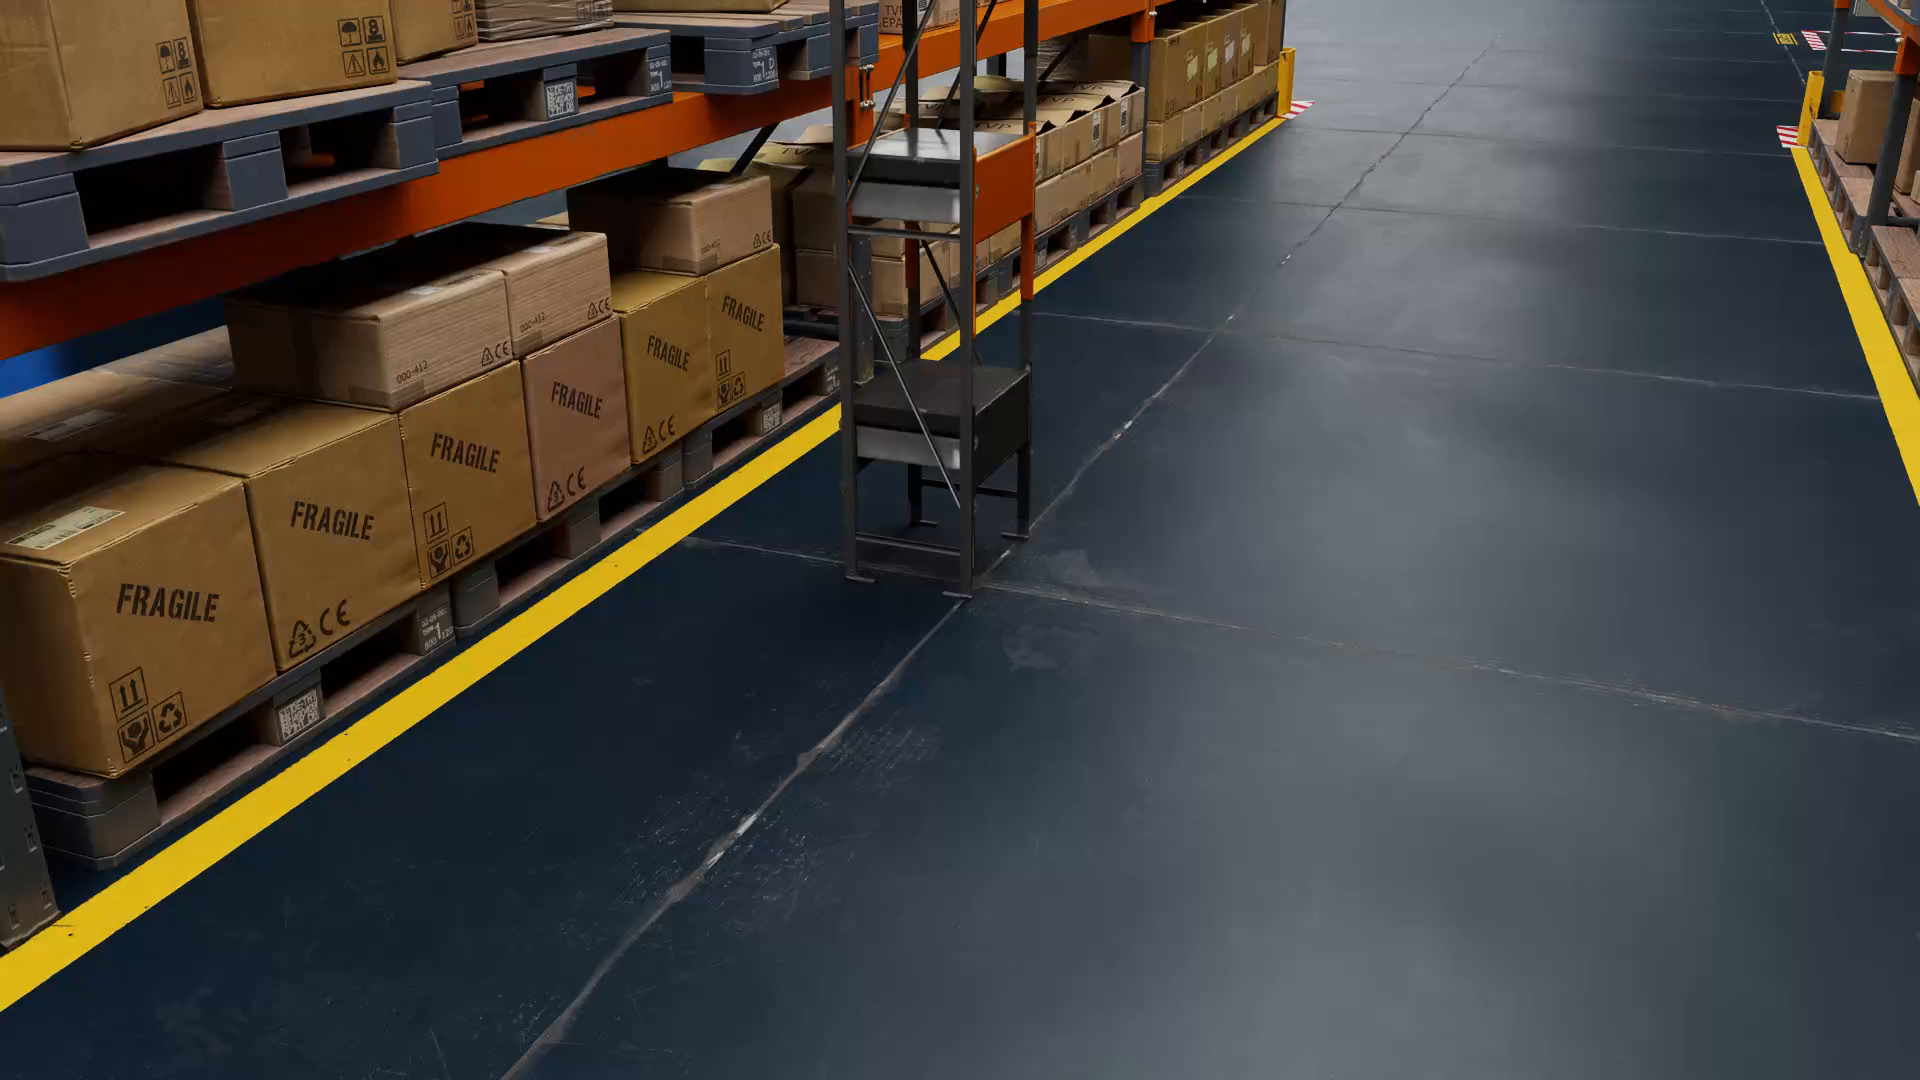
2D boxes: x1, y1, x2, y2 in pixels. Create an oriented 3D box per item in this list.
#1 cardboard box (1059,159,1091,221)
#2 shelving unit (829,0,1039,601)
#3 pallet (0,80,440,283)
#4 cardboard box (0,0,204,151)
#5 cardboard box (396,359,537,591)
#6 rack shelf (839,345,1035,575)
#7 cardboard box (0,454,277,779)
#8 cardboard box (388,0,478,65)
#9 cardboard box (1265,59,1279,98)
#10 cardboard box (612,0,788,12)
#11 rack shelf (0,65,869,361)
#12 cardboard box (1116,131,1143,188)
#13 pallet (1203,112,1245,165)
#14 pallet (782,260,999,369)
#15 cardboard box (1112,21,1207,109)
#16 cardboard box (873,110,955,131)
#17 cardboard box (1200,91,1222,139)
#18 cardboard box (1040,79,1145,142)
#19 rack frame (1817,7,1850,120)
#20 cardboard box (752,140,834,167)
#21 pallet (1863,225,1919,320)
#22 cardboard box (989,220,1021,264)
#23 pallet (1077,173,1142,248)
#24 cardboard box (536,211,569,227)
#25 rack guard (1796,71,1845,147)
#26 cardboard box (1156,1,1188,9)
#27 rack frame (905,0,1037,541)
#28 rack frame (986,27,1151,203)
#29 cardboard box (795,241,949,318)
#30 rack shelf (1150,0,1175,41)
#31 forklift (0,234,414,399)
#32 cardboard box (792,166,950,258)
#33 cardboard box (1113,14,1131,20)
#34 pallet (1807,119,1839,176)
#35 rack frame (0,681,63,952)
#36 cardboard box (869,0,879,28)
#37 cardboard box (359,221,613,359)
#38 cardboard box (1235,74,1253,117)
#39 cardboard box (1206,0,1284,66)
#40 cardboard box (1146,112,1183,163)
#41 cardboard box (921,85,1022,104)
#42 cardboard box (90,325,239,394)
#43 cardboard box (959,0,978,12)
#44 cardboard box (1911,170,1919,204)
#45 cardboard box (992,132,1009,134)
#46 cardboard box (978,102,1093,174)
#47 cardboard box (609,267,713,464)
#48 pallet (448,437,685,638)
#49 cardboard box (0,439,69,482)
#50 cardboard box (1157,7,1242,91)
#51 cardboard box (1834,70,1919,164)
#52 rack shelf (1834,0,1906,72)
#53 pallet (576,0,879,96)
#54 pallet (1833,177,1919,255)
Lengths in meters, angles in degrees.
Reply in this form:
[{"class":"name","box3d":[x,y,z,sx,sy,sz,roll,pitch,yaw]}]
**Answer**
[{"class":"cardboard box","box3d":[0.384,-1.895,8.918,0.500,0.250,0.500,9,24,21]},{"class":"shelving unit","box3d":[-0.061,-0.910,4.703,0.431,2.100,0.503,9,24,20]},{"class":"pallet","box3d":[-1.926,-0.843,3.625,1.003,0.211,1.213,9,24,20]},{"class":"cardboard box","box3d":[-1.940,-1.039,3.170,0.700,0.500,0.500,1,23,2]},{"class":"cardboard box","box3d":[-1.537,-0.219,4.555,0.500,0.500,0.500,9,24,21]},{"class":"rack shelf","box3d":[-0.061,-0.251,4.979,0.431,0.518,0.480,9,24,20]},{"class":"cardboard box","box3d":[-1.918,0.151,3.669,0.500,0.500,0.500,8,24,18]},{"class":"cardboard box","box3d":[-1.725,-1.542,4.376,0.700,0.500,0.500,3,23,7]},{"class":"cardboard box","box3d":[2.209,-3.646,13.110,0.500,0.250,0.500,9,24,20]},{"class":"cardboard box","box3d":[-0.967,-2.091,5.690,0.700,0.500,0.500,1,23,2]},{"class":"rack shelf","box3d":[-1.581,-1.045,4.793,1.077,0.370,4.000,9,24,20]},{"class":"cardboard box","box3d":[0.763,-2.259,9.789,0.500,0.250,0.500,9,24,20]},{"class":"pallet","box3d":[1.434,-2.954,12.048,1.003,0.211,1.213,9,24,20]},{"class":"pallet","box3d":[-0.496,-1.095,7.597,1.003,0.211,1.213,9,24,20]},{"class":"cardboard box","box3d":[1.289,-3.096,10.820,0.500,0.500,0.500,9,24,20]},{"class":"cardboard box","box3d":[-0.307,-2.045,8.550,0.500,0.311,0.500,9,24,22]},{"class":"cardboard box","box3d":[1.483,-2.928,11.391,0.500,0.250,0.500,9,24,20]},{"class":"cardboard box","box3d":[0.764,-2.522,9.691,0.500,0.311,0.500,9,24,20]},{"class":"rack frame","box3d":[6.734,-4.248,11.527,1.000,3.000,0.127,9,24,20]},{"class":"cardboard box","box3d":[-0.685,-1.686,7.690,0.500,0.311,0.500,8,24,19]},{"class":"pallet","box3d":[4.961,-1.251,7.970,1.003,0.211,1.213,9,24,20]},{"class":"cardboard box","box3d":[0.003,-1.530,8.044,0.500,0.250,0.500,8,24,19]},{"class":"pallet","box3d":[0.410,-1.968,9.688,1.003,0.211,1.213,9,24,20]},{"class":"cardboard box","box3d":[-1.272,-1.020,6.473,0.500,0.500,0.500,10,25,22]},{"class":"rack guard","box3d":[6.706,-3.067,11.944,1.175,0.500,0.348,9,24,20]},{"class":"cardboard box","box3d":[1.370,-3.706,12.281,0.500,0.500,0.500,9,24,20]},{"class":"rack frame","box3d":[0.029,-0.997,4.913,0.400,2.100,0.015,9,24,20]},{"class":"rack frame","box3d":[0.648,-3.524,9.795,1.000,3.000,0.127,9,24,20]},{"class":"cardboard box","box3d":[-0.371,-1.163,7.165,0.500,0.250,0.500,9,24,20]},{"class":"rack shelf","box3d":[1.391,-3.908,11.647,1.077,0.370,4.000,9,24,20]},{"class":"forklift","box3d":[-2.751,-1.975,6.174,1.130,2.935,3.031,7,24,17]},{"class":"cardboard box","box3d":[-0.371,-1.422,7.057,0.500,0.311,0.500,10,25,22]},{"class":"cardboard box","box3d":[0.996,-3.349,11.426,0.500,0.500,0.500,9,24,20]},{"class":"pallet","box3d":[6.372,-2.648,11.316,1.003,0.211,1.213,9,24,20]},{"class":"rack frame","box3d":[-2.324,-0.661,2.941,1.000,3.000,0.127,9,24,20]},{"class":"cardboard box","box3d":[-0.662,-2.175,6.682,0.500,0.311,0.500,10,25,23]},{"class":"cardboard box","box3d":[-1.360,-0.732,4.811,0.500,0.250,0.500,8,24,19]},{"class":"cardboard box","box3d":[1.850,-3.286,12.249,0.500,0.250,0.500,9,24,20]},{"class":"cardboard box","box3d":[2.211,-3.992,12.965,0.500,0.500,0.500,9,24,20]},{"class":"cardboard box","box3d":[1.102,-2.572,10.537,0.500,0.250,0.500,9,24,20]},{"class":"cardboard box","box3d":[0.072,-2.417,9.440,0.500,0.311,0.500,8,24,19]},{"class":"cardboard box","box3d":[-2.028,-0.283,4.709,0.500,0.500,0.500,9,24,21]},{"class":"cardboard box","box3d":[-0.230,-2.742,7.792,0.500,0.500,0.500,7,24,17]},{"class":"cardboard box","box3d":[5.419,-1.908,9.030,0.380,0.166,0.250,6,23,13]},{"class":"cardboard box","box3d":[0.008,-1.793,7.946,0.500,0.311,0.500,8,24,19]},{"class":"cardboard box","box3d":[0.389,-2.157,8.816,0.500,0.311,0.500,9,24,20]},{"class":"cardboard box","box3d":[-1.160,-0.589,5.440,0.500,0.500,0.500,8,24,18]},{"class":"pallet","box3d":[-1.605,-0.109,5.237,1.003,0.211,1.213,9,24,20]},{"class":"cardboard box","box3d":[-2.406,0.072,3.859,0.500,0.500,0.500,9,24,20]},{"class":"cardboard box","box3d":[1.666,-3.453,11.675,0.500,0.500,0.500,9,24,20]},{"class":"cardboard box","box3d":[5.863,-2.603,10.262,0.700,0.500,0.500,7,24,17]},{"class":"rack shelf","box3d":[5.991,-3.200,9.952,1.077,0.370,4.000,9,24,20]},{"class":"pallet","box3d":[-1.024,-1.751,5.800,1.213,0.211,1.003,9,24,20]},{"class":"pallet","box3d":[5.465,-1.775,9.225,1.003,0.211,1.213,9,24,20]}]
